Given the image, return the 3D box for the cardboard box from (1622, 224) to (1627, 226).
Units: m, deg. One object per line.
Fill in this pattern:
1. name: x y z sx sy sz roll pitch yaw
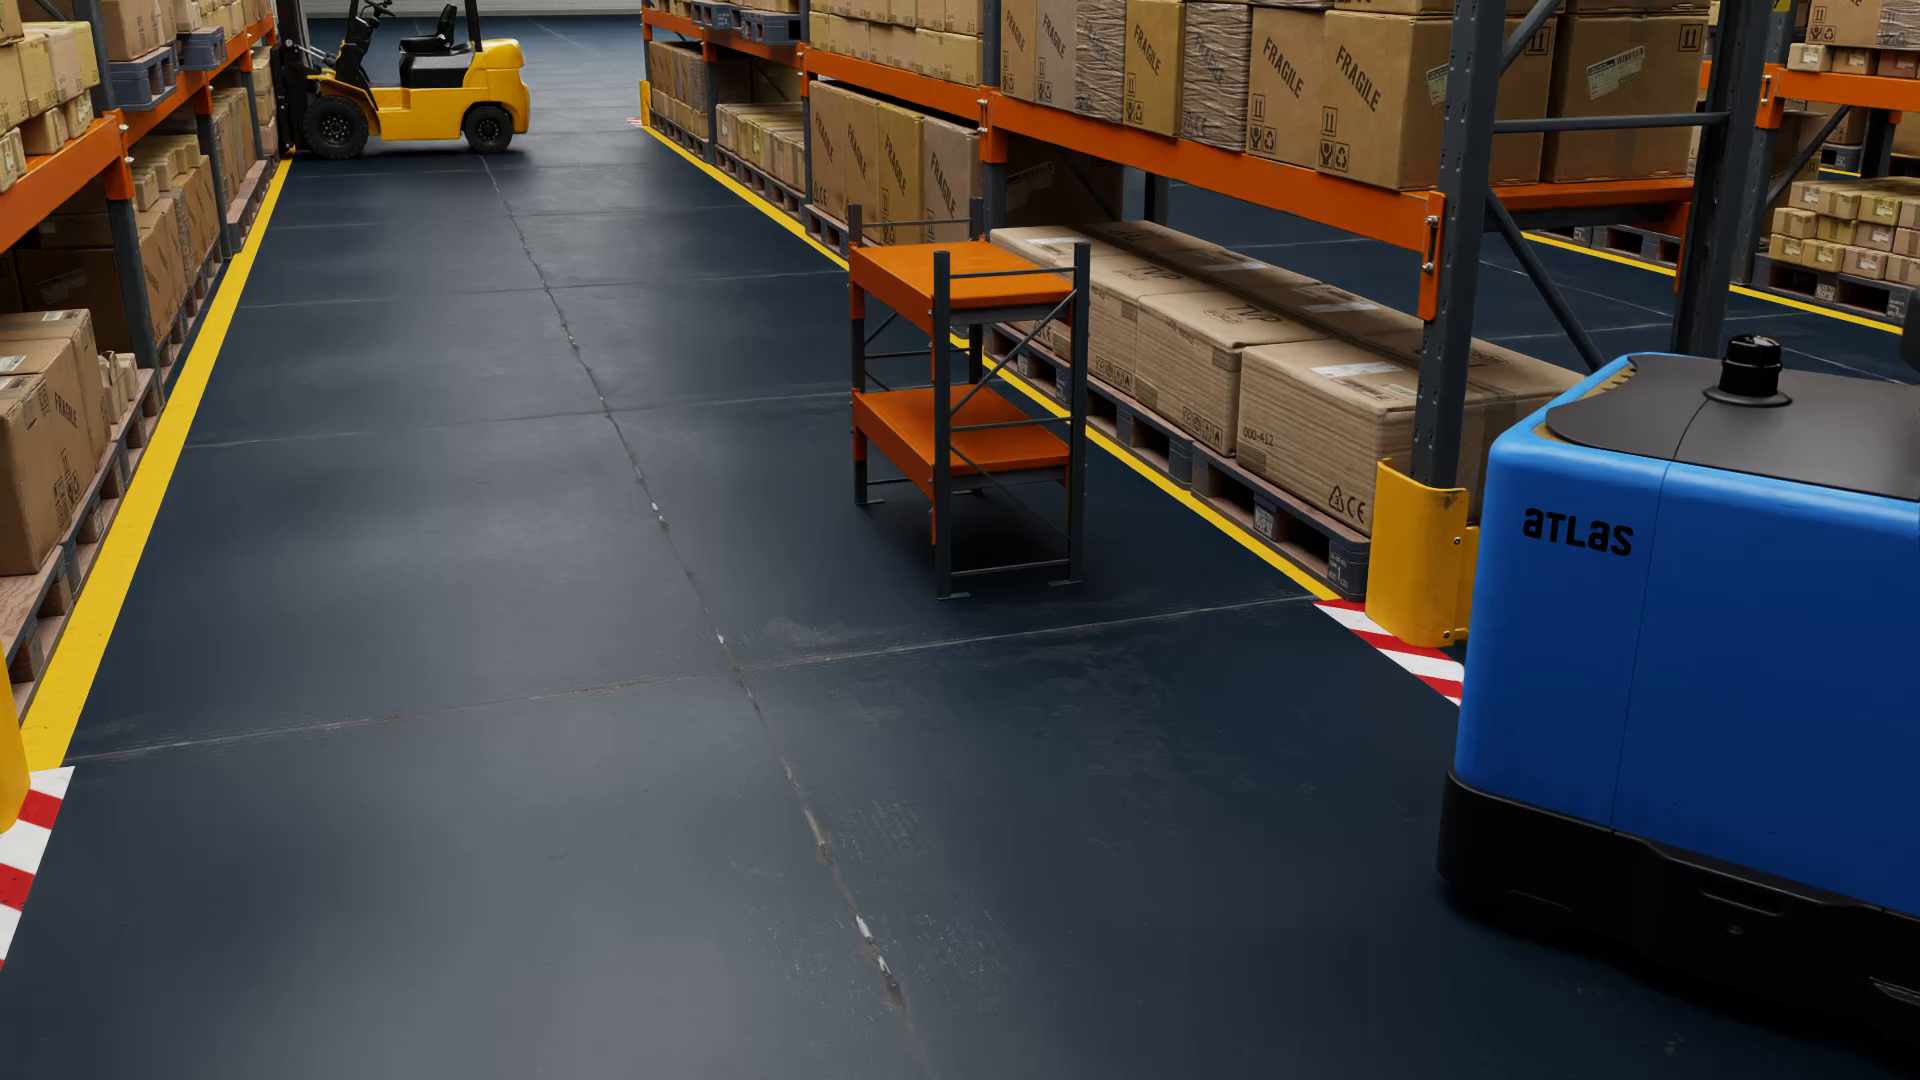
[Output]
1. cardboard box: 4.642 -2.442 11.355 0.500 0.500 0.500 -7 21 -18

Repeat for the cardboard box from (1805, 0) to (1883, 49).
1. cardboard box: 5.191 -3.047 9.374 0.500 0.500 0.500 -7 21 -18

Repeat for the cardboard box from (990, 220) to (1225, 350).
1. cardboard box: 0.703 -1.266 8.173 0.875 0.438 0.875 -7 21 -18

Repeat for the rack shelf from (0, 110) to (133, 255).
1. rack shelf: -3.475 -0.978 5.267 1.077 0.370 4.000 -6 21 -17

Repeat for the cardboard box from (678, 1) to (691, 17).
1. cardboard box: -2.620 -5.333 16.697 0.380 0.149 0.250 -7 21 -18

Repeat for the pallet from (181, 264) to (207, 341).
1. pallet: -4.782 -1.295 9.211 1.003 0.211 1.213 -6 21 -17

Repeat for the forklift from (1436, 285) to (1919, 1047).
1. forklift: 2.542 -0.413 2.731 3.031 2.935 1.130 14 24 34

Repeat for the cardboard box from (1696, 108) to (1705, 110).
1. cardboard box: 4.652 -2.798 11.237 0.500 0.250 0.500 -5 20 -15

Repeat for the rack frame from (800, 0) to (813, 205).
1. rack frame: -0.650 -3.771 11.977 1.000 3.000 0.127 -6 21 -17

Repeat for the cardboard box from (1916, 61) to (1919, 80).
1. cardboard box: 5.419 -2.559 8.975 0.380 0.149 0.250 -7 21 -20

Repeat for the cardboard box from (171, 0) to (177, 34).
1. cardboard box: -4.672 -2.984 9.014 0.797 0.503 0.637 -7 21 -18

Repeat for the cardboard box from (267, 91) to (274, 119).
1. cardboard box: -6.637 -4.014 15.362 0.500 0.250 0.500 -6 21 -17

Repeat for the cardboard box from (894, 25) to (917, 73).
1. cardboard box: -0.072 -2.861 9.667 0.500 0.250 0.500 -7 21 -19

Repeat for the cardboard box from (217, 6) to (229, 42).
1. cardboard box: -5.751 -3.833 12.373 0.500 0.250 0.500 -6 21 -15

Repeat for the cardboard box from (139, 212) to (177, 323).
1. cardboard box: -4.218 -1.329 8.255 0.500 0.500 0.500 -7 21 -18

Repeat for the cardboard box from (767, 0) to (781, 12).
1. cardboard box: -1.251 -4.085 12.602 0.380 0.149 0.250 -7 21 -18

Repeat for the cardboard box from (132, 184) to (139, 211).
1. cardboard box: -4.315 -1.677 8.265 0.380 0.149 0.250 -7 21 -18

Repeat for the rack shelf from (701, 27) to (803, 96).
1. rack shelf: -1.278 -4.074 13.886 1.077 0.370 4.000 -6 21 -17

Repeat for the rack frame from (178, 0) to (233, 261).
1. rack frame: -5.361 -3.242 10.506 1.000 3.000 0.127 -6 21 -17

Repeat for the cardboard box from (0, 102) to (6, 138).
1. cardboard box: -3.054 -1.243 4.721 0.500 0.250 0.500 -7 21 -18

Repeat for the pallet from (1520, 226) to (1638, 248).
1. pallet: 4.642 -2.375 12.217 1.003 0.211 1.213 -6 21 -17

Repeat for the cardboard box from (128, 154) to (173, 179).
1. cardboard box: -4.690 -2.094 9.426 0.380 0.149 0.250 -7 21 -18

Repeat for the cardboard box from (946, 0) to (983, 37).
1. cardboard box: 0.238 -2.768 8.667 0.500 0.250 0.500 -6 21 -17

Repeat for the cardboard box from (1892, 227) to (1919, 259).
1. cardboard box: 5.443 -1.658 9.252 0.380 0.149 0.250 -7 21 -20

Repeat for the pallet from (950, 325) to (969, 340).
1. pallet: 0.294 -1.414 9.542 1.003 0.211 1.213 -6 21 -17

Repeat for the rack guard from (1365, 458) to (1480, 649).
1. rack guard: 1.872 -0.019 5.231 1.175 0.500 0.348 -6 21 -17

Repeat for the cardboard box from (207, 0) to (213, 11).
1. cardboard box: -5.424 -3.736 11.363 0.500 0.250 0.500 -6 21 -15

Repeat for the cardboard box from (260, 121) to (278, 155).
1. cardboard box: -6.456 -3.620 15.003 0.500 0.250 0.500 -6 21 -17

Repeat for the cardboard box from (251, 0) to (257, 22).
1. cardboard box: -6.849 -5.071 15.449 0.500 0.500 0.500 -7 21 -18

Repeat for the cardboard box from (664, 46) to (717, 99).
1. cardboard box: -2.847 -4.970 17.652 0.500 0.500 0.500 -6 21 -16

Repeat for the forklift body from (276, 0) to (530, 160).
1. forklift body: -5.547 -4.995 16.642 2.313 2.155 1.214 -6 21 -17

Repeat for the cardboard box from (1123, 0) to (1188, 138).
1. cardboard box: 0.973 -1.868 6.533 0.500 0.500 0.500 -6 21 -16

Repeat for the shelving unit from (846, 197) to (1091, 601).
1. shelving unit: 0.002 -0.527 5.720 0.538 1.125 1.048 -6 21 -17

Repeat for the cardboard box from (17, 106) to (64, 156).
1. cardboard box: -3.393 -1.437 5.851 0.380 0.149 0.250 -7 21 -18

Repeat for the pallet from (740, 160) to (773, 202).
1. pallet: -1.274 -3.100 14.236 1.003 0.211 1.213 -6 21 -17

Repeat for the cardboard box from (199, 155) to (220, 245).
1. cardboard box: -5.024 -2.151 10.543 0.500 0.500 0.500 -6 21 -16

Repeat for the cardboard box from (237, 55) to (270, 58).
1. cardboard box: -6.948 -4.581 16.202 0.500 0.250 0.500 -7 21 -18

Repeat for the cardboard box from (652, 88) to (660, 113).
1. cardboard box: -3.173 -4.953 18.716 0.500 0.250 0.500 -7 21 -18

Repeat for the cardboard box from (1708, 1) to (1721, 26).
1. cardboard box: 4.880 -3.315 10.458 0.380 0.149 0.250 -6 21 -17

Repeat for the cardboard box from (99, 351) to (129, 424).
1. cardboard box: -3.537 -0.607 6.593 0.396 0.266 0.258 -6 21 -15

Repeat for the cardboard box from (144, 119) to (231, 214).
1. cardboard box: -5.544 -2.524 11.398 0.875 0.625 0.625 -6 21 -15

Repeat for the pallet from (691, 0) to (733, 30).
1. pallet: -1.805 -4.703 14.858 1.003 0.211 1.213 -6 21 -17

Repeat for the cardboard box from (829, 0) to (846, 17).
1. cardboard box: -0.563 -3.581 10.930 0.500 0.250 0.500 -6 21 -16

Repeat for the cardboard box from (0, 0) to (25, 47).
1. cardboard box: -3.205 -1.753 5.032 0.500 0.500 0.500 -6 21 -16

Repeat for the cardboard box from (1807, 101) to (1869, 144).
1. cardboard box: 8.529 -4.067 15.850 0.700 0.500 0.500 -8 21 -20

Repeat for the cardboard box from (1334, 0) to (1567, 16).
1. cardboard box: 1.487 -1.851 5.004 0.500 0.500 0.500 -6 21 -15

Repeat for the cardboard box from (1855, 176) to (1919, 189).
1. cardboard box: 5.634 -2.095 10.028 0.380 0.149 0.250 -6 21 -16

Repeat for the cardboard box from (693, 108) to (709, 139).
1. cardboard box: -2.348 -4.119 16.394 0.500 0.250 0.500 -5 20 -15

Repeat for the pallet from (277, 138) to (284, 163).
1. pallet: -7.215 -3.865 16.366 1.003 0.211 1.213 -6 21 -17

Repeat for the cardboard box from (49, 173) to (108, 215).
1. cardboard box: -4.021 -1.562 7.505 0.380 0.149 0.250 -7 21 -18

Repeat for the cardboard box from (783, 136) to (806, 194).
1. cardboard box: -0.818 -2.914 12.858 0.950 0.372 0.625 -8 21 -21

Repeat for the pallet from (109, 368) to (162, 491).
1. pallet: -3.888 -0.426 6.790 1.003 0.211 1.213 -6 21 -17
